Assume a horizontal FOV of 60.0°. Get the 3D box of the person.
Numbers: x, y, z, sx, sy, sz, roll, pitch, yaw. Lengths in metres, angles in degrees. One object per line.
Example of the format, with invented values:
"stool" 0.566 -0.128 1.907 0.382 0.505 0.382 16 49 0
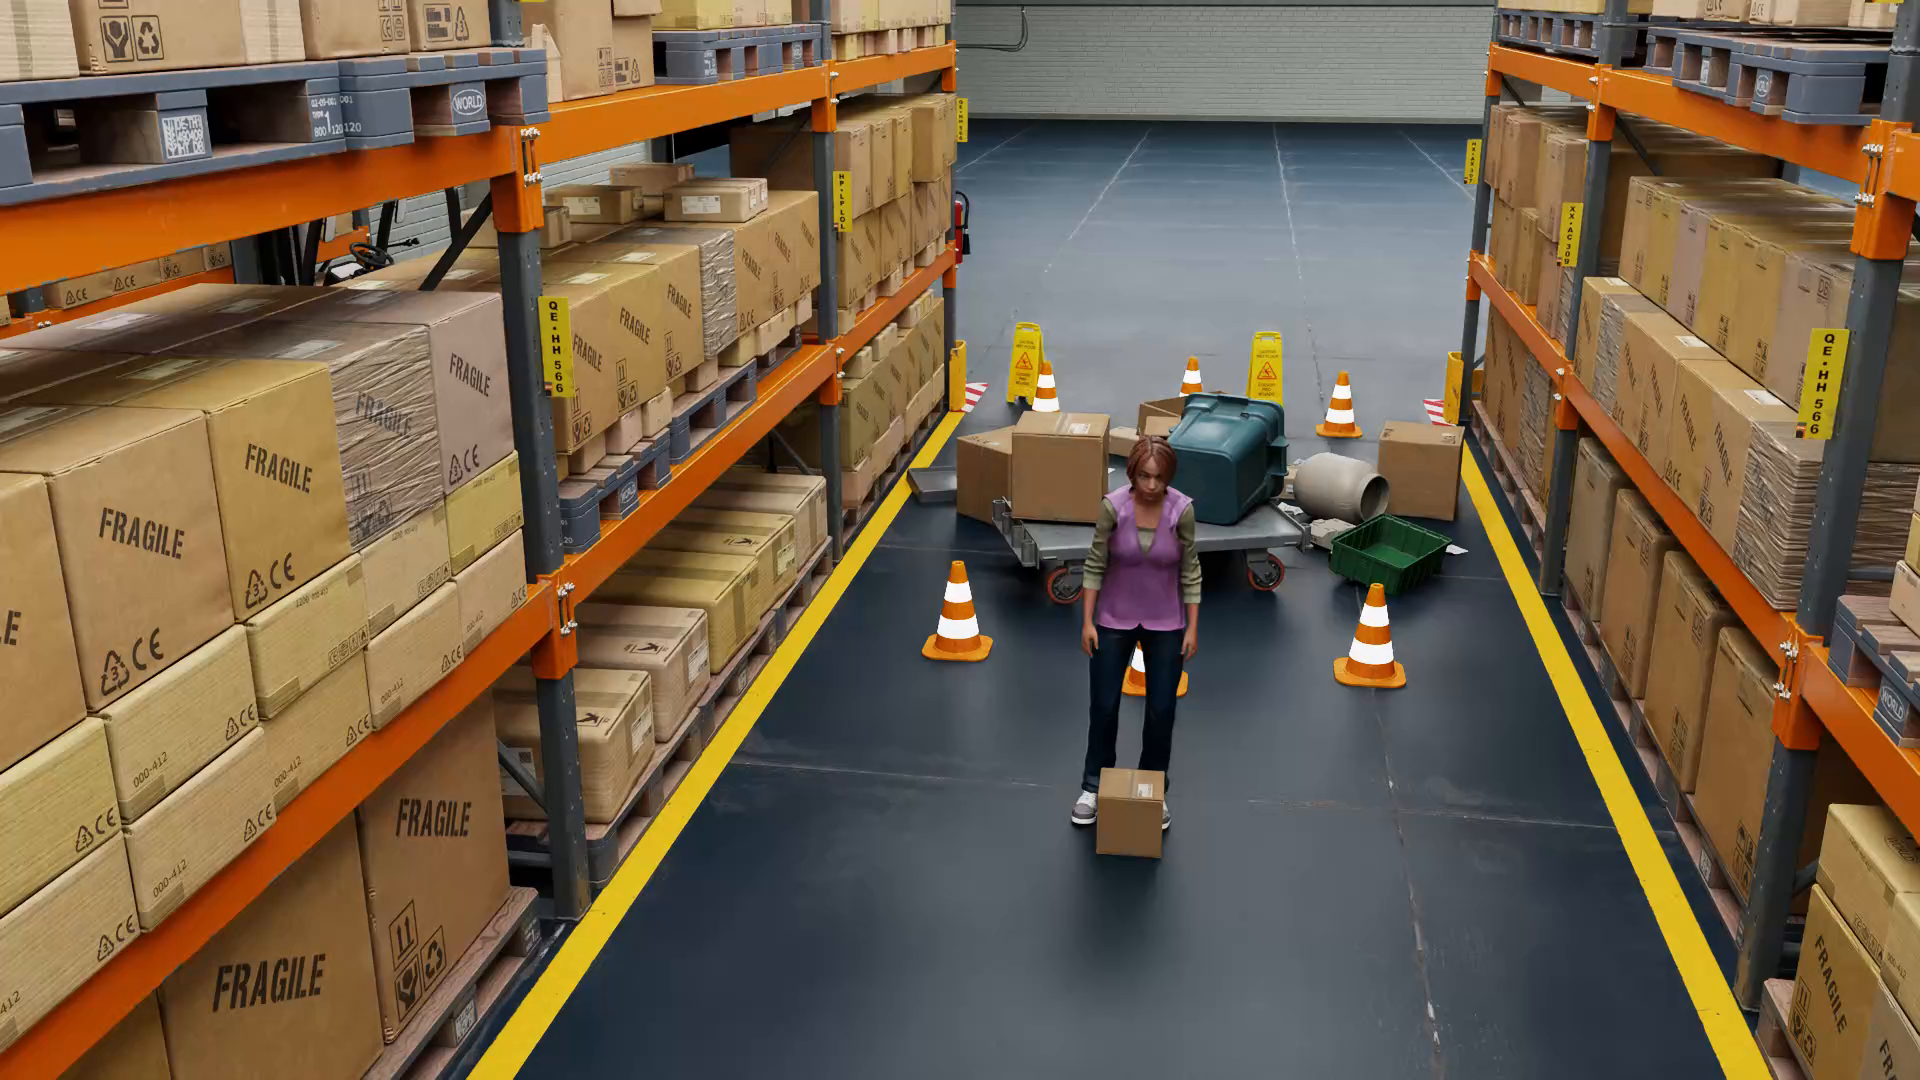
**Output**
"person" 0.697 0.352 6.502 0.482 1.591 0.347 2 18 5
